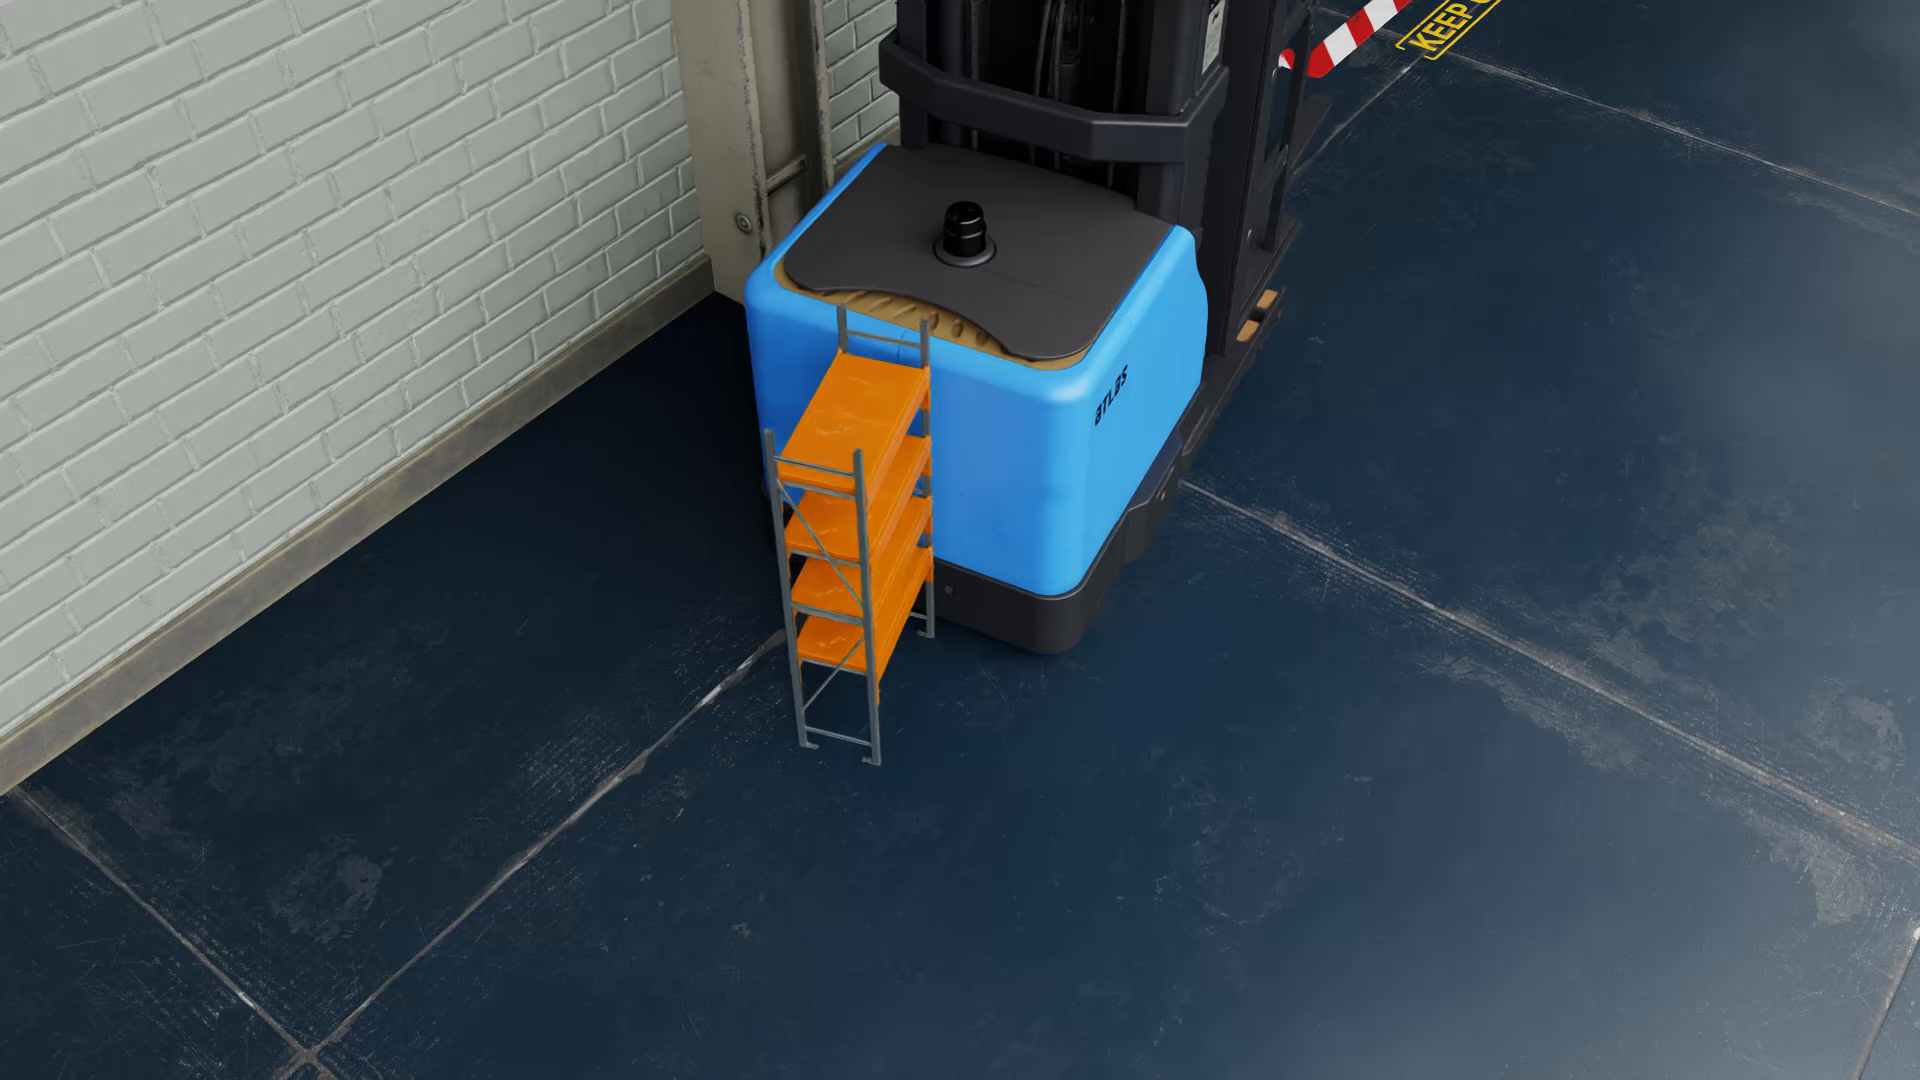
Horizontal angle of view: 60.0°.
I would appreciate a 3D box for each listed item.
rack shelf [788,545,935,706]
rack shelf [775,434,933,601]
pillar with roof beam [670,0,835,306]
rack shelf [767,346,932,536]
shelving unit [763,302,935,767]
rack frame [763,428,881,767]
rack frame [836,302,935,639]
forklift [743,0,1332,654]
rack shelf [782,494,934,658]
[{"bbox_3d":[-0.265,0.203,4.594,0.258,0.148,0.480,13,48,12],"label":"rack shelf"},{"bbox_3d":[-0.265,-0.089,4.289,0.258,0.148,0.480,13,48,12],"label":"rack shelf"},{"bbox_3d":[2.718,-2.189,1.118,9.100,9.000,0.400,29,53,25],"label":"pillar with roof beam"},{"bbox_3d":[-0.265,-0.252,4.118,0.258,0.148,0.480,13,48,12],"label":"rack shelf"},{"bbox_3d":[-0.265,0.019,4.402,0.258,1.200,0.503,13,48,12],"label":"shelving unit"},{"bbox_3d":[-0.337,0.188,4.241,0.240,1.200,0.015,13,48,12],"label":"rack frame"},{"bbox_3d":[-0.192,-0.149,4.563,0.240,1.200,0.015,13,48,12],"label":"rack frame"},{"bbox_3d":[0.508,-1.753,4.898,1.130,2.935,3.031,20,49,18],"label":"forklift"},{"bbox_3d":[-0.265,0.066,4.451,0.258,0.148,0.480,13,48,12],"label":"rack shelf"}]
